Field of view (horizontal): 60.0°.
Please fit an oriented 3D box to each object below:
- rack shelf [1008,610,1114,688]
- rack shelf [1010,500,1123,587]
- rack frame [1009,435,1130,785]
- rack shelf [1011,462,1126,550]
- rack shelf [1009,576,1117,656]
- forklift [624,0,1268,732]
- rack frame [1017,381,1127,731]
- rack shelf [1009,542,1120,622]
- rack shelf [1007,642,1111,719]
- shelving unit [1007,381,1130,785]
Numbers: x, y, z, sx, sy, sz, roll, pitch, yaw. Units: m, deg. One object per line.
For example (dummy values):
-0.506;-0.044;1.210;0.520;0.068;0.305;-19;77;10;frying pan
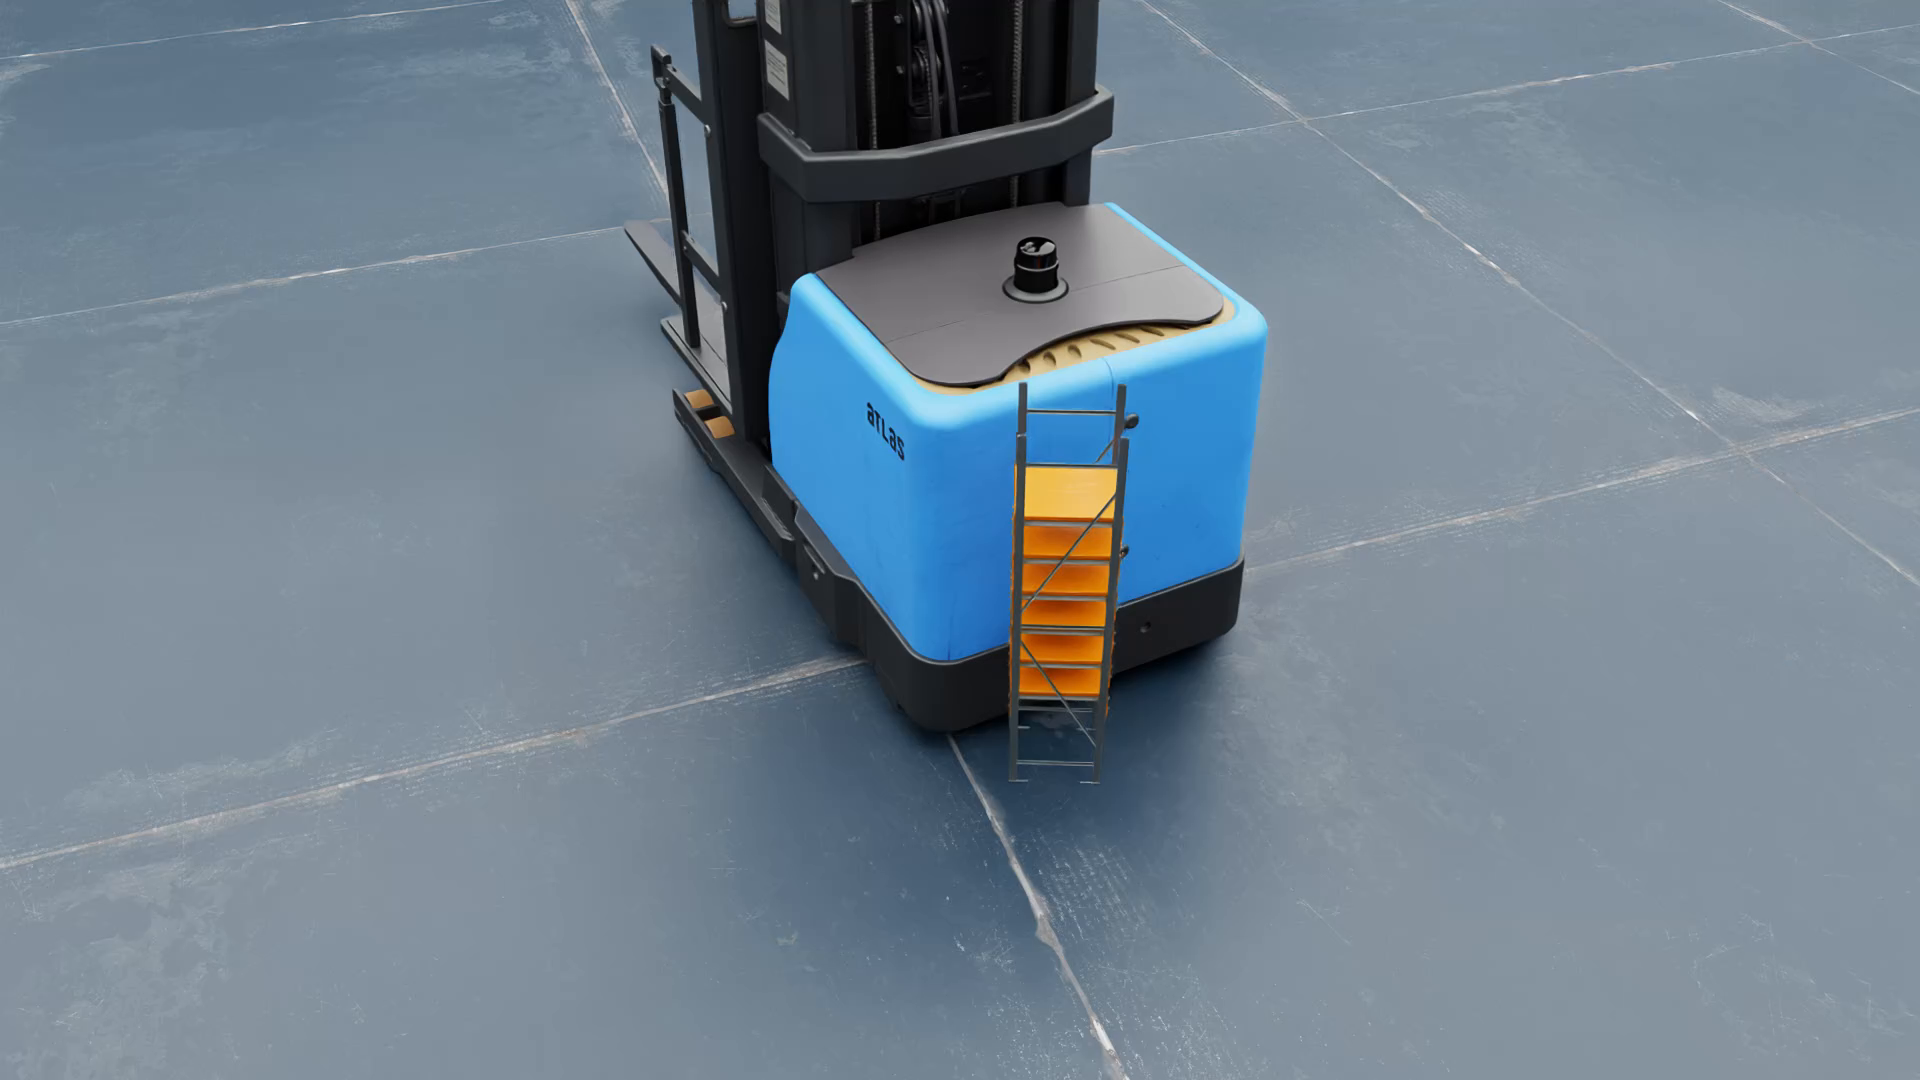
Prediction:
0.251;0.265;4.158;0.258;0.103;0.180;1;44;2;rack shelf
0.249;0.007;3.908;0.258;0.103;0.180;1;44;2;rack shelf
0.246;0.211;3.978;0.240;1.200;0.006;1;44;2;rack frame
0.248;-0.080;3.825;0.258;0.103;0.180;1;44;2;rack shelf
0.250;0.179;4.075;0.258;0.103;0.180;1;44;2;rack shelf
-0.323;-1.530;4.845;1.130;2.935;3.031;-17;40;-22;forklift
0.254;0.084;4.110;0.240;1.200;0.006;1;44;2;rack frame
0.250;0.093;3.992;0.258;0.103;0.180;1;44;2;rack shelf
0.251;0.352;4.242;0.258;0.103;0.180;1;44;2;rack shelf
0.250;0.147;4.044;0.258;1.200;0.189;1;44;2;shelving unit
